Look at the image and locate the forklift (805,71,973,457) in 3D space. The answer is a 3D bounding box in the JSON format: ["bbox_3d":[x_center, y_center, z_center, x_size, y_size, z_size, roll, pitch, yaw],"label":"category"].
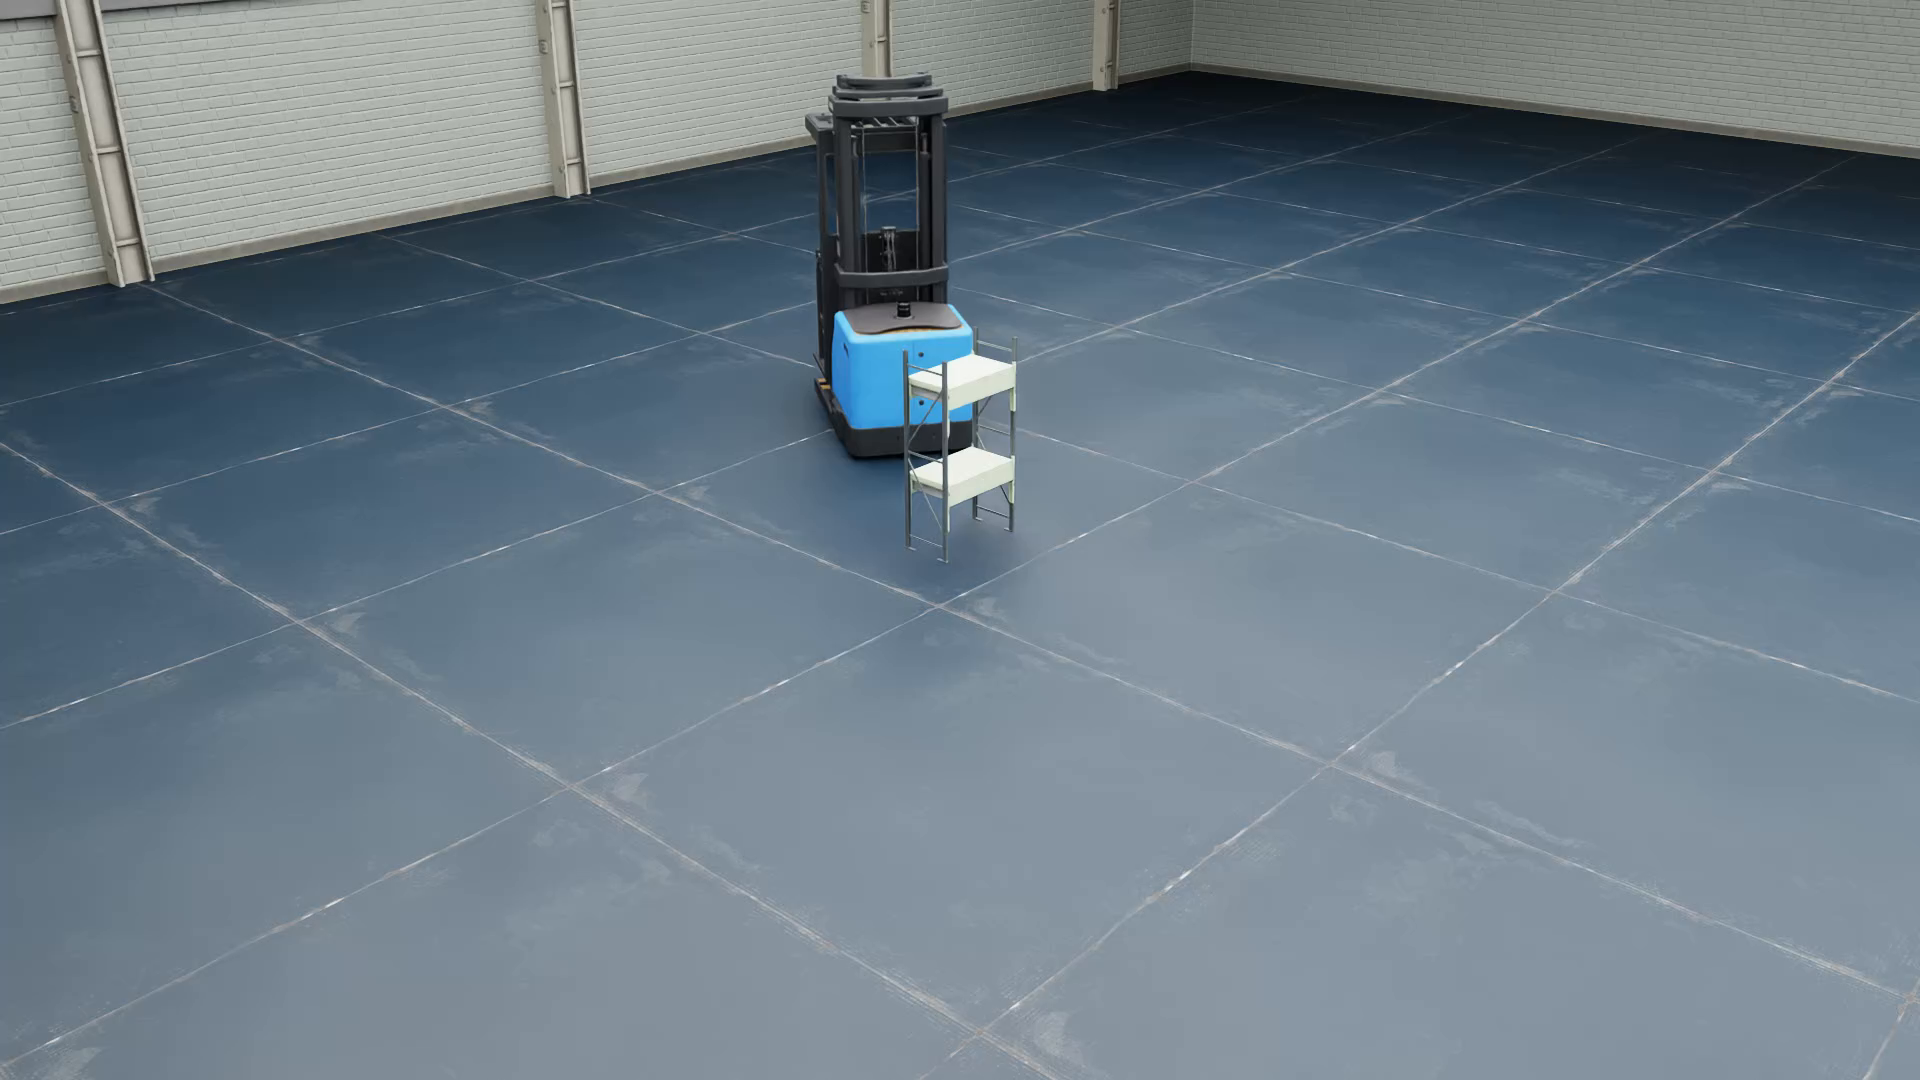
[{"bbox_3d":[-0.706,-2.592,14.420,1.130,2.935,3.031,-5,25,-12],"label":"forklift"}]

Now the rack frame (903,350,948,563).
[{"bbox_3d":[-0.240,-0.575,11.670,0.400,1.500,0.023,20,31,38],"label":"rack frame"}]

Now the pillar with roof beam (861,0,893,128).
[{"bbox_3d":[1.894,-9.499,22.408,9.100,9.000,0.400,20,31,38],"label":"pillar with roof beam"}]

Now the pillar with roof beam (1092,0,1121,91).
[{"bbox_3d":[5.899,-11.327,26.485,9.100,9.000,0.400,20,31,38],"label":"pillar with roof beam"}]

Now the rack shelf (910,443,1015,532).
[{"bbox_3d":[0.004,-0.389,12.052,0.431,0.370,0.720,20,31,38],"label":"rack shelf"}]

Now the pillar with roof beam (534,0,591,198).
[{"bbox_3d":[-2.110,-7.671,18.330,9.100,9.000,0.400,20,31,38],"label":"pillar with roof beam"}]

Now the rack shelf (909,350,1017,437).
[{"bbox_3d":[0.004,-1.042,11.759,0.431,0.370,0.720,20,31,38],"label":"rack shelf"}]

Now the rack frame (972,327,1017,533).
[{"bbox_3d":[0.249,-0.798,12.168,0.400,1.500,0.023,20,31,38],"label":"rack frame"}]

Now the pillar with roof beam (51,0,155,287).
[{"bbox_3d":[-6.114,-5.843,14.253,9.100,9.000,0.400,20,31,38],"label":"pillar with roof beam"}]

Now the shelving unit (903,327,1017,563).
[{"bbox_3d":[0.004,-0.686,11.919,0.431,1.500,0.755,20,31,38],"label":"shelving unit"}]
